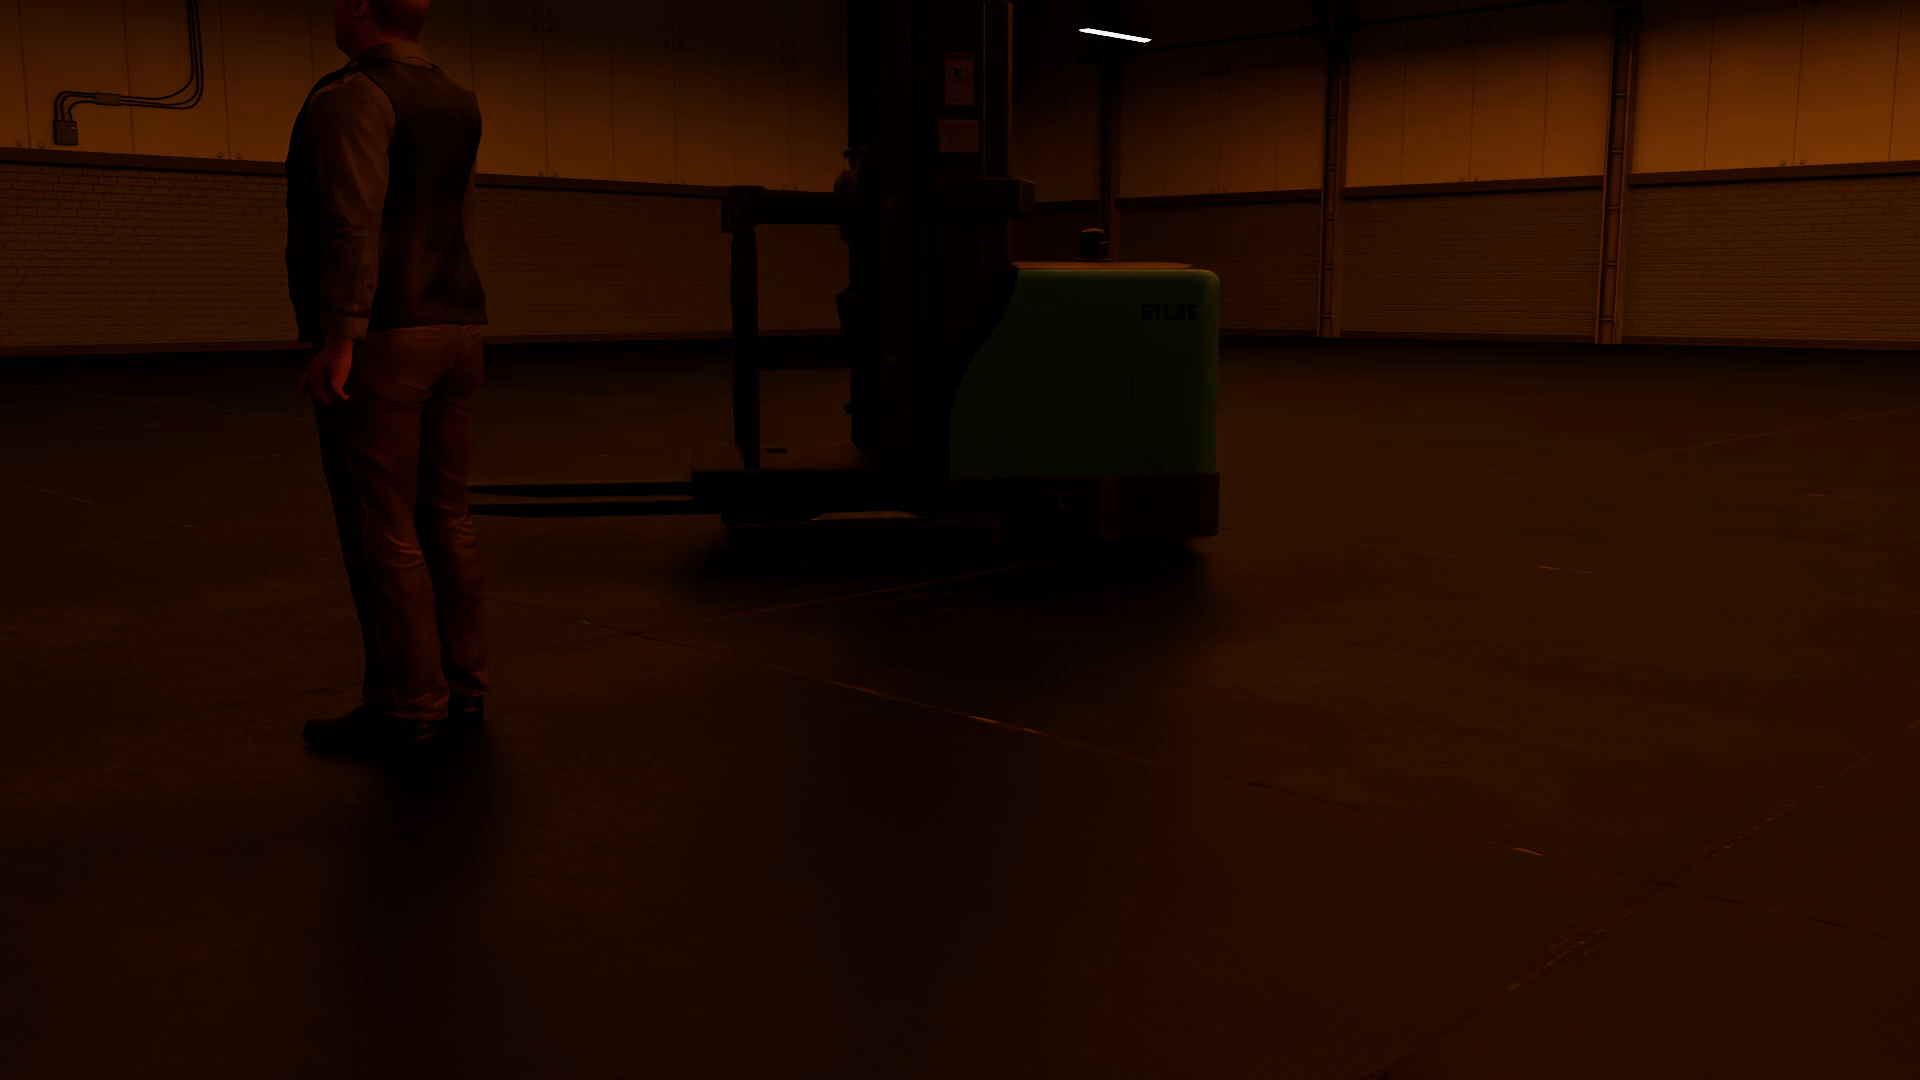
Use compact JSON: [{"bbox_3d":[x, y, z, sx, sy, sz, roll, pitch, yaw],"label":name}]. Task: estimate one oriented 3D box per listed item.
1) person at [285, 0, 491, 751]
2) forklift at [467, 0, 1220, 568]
[{"bbox_3d":[-1.265,-0.411,3.673,0.372,1.725,0.525,2,9,13],"label":"person"},{"bbox_3d":[-0.573,-1.431,6.376,3.031,2.935,1.130,-1,9,-9],"label":"forklift"}]
